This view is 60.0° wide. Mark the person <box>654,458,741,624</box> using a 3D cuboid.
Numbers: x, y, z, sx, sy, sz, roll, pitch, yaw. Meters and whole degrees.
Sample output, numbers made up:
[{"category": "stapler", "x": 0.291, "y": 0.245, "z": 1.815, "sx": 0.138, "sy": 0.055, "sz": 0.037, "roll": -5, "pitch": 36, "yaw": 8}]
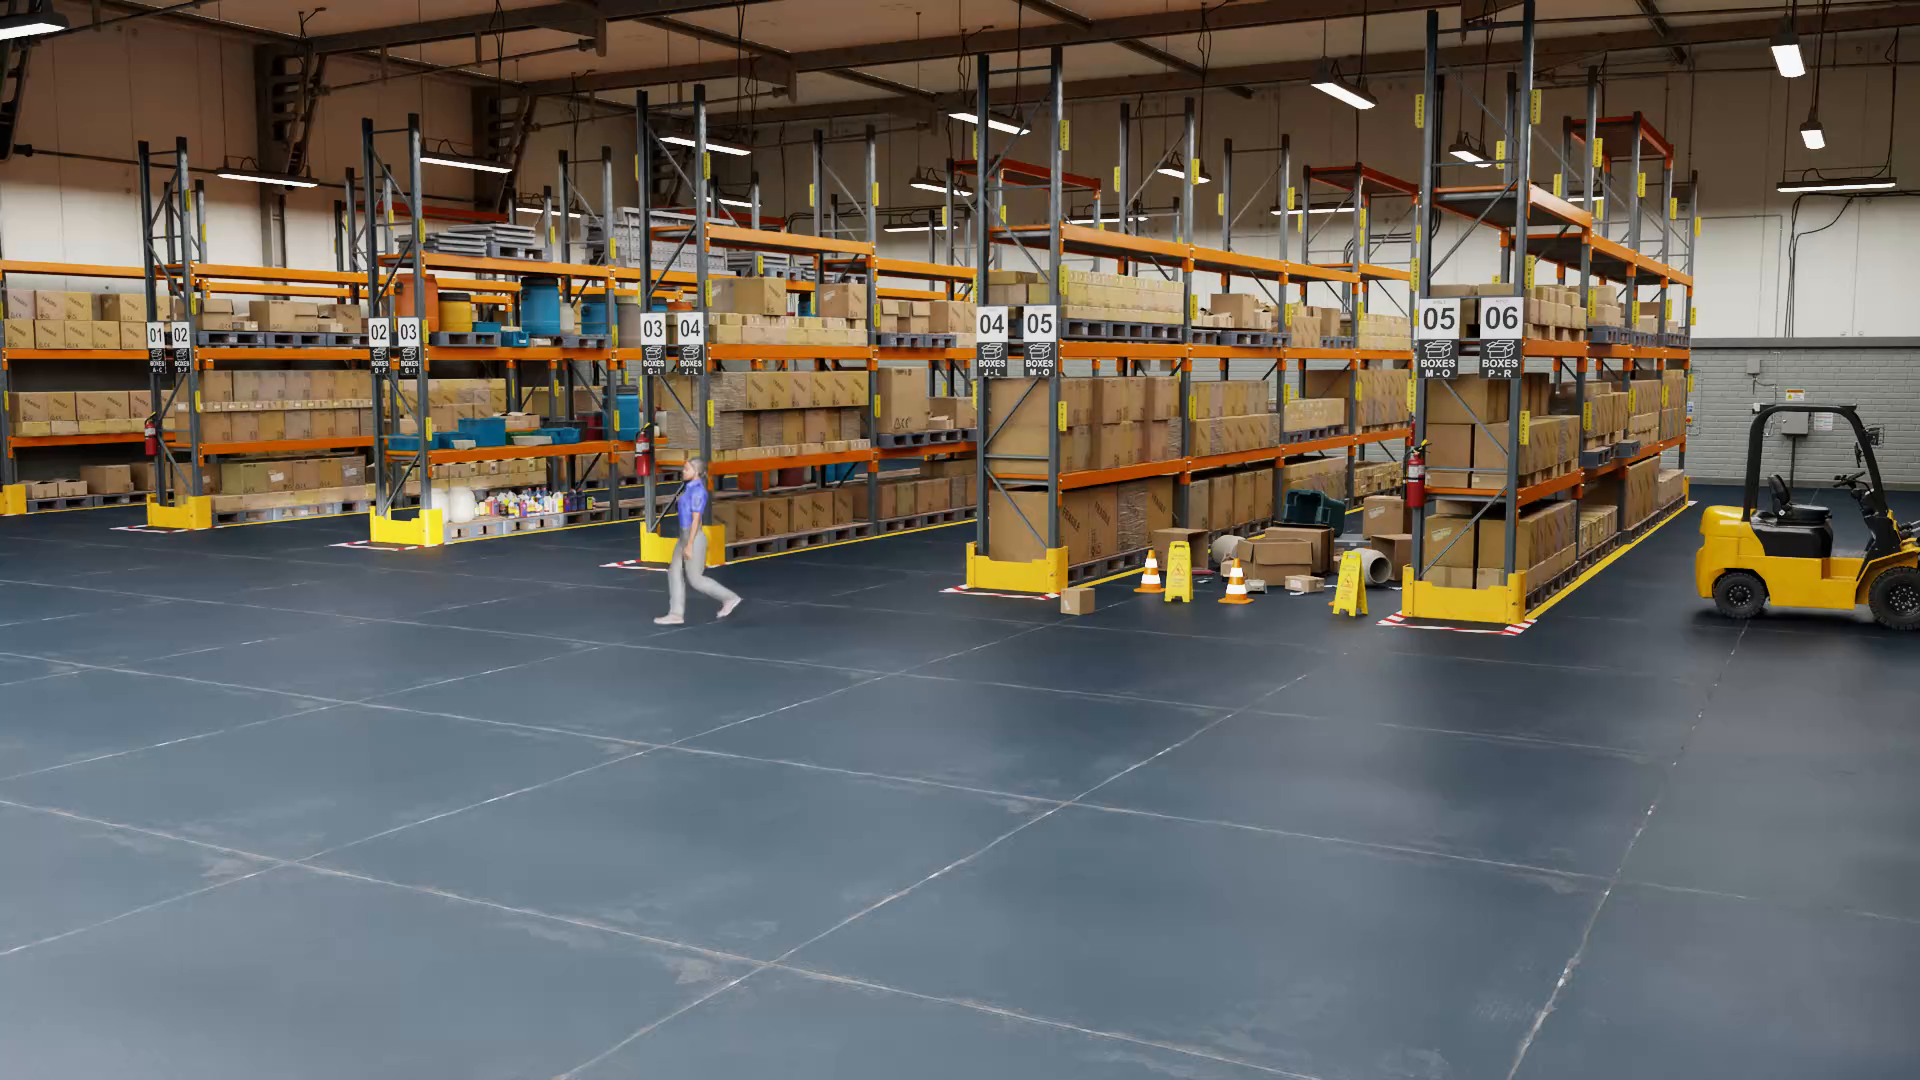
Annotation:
[{"category": "person", "x": -2.573, "y": 0.009, "z": 16.225, "sx": 0.838, "sy": 1.620, "sz": 0.455, "roll": -2, "pitch": 6, "yaw": -17}]
